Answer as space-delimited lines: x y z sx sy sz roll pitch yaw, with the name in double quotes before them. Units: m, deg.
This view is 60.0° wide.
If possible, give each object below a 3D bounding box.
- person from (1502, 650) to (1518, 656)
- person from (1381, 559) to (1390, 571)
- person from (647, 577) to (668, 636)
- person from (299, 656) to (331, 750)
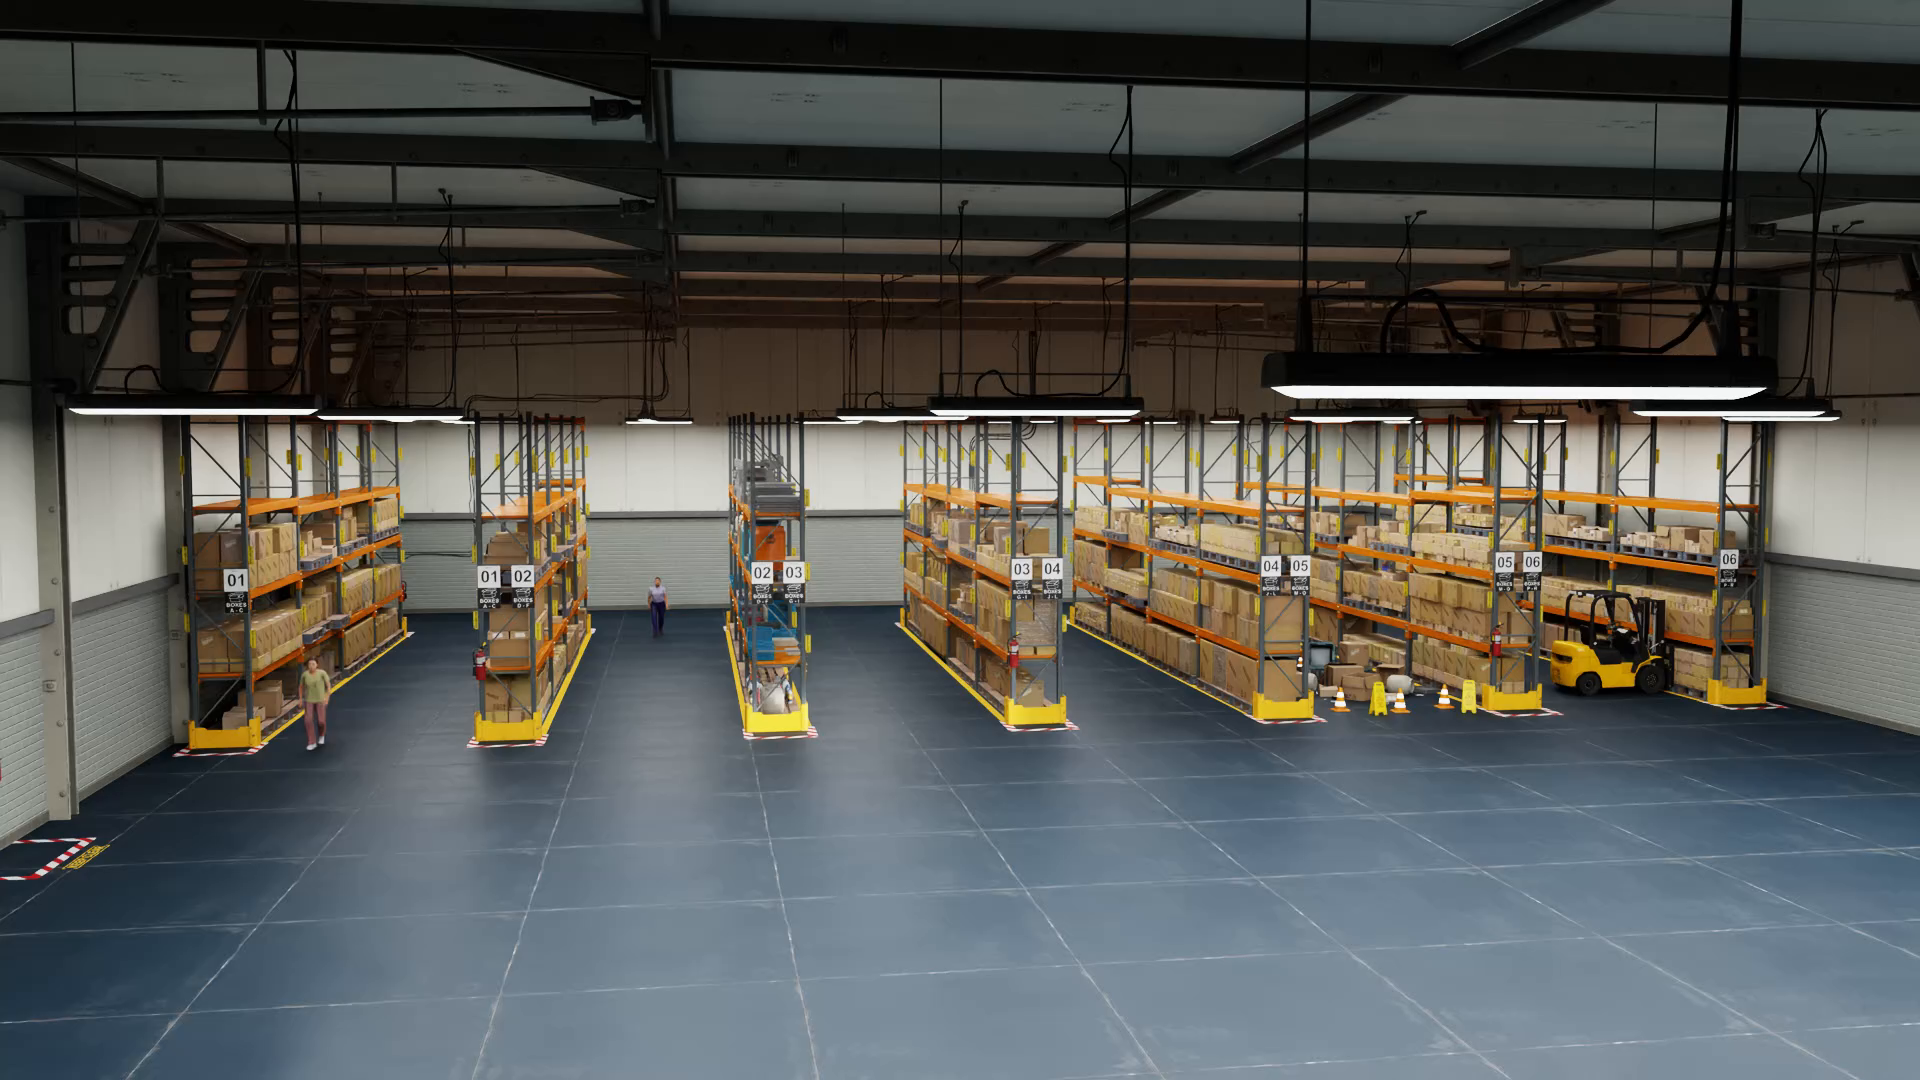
"person" 12.422 2.301 37.810 0.638 1.714 0.795 -1 4 -13
"person" 13.289 1.380 51.827 0.917 1.615 0.425 0 4 -5
"person" -8.294 1.810 45.634 0.548 1.588 1.034 -1 4 -13
"person" -11.521 2.887 29.715 0.545 1.657 0.604 -1 4 -9
